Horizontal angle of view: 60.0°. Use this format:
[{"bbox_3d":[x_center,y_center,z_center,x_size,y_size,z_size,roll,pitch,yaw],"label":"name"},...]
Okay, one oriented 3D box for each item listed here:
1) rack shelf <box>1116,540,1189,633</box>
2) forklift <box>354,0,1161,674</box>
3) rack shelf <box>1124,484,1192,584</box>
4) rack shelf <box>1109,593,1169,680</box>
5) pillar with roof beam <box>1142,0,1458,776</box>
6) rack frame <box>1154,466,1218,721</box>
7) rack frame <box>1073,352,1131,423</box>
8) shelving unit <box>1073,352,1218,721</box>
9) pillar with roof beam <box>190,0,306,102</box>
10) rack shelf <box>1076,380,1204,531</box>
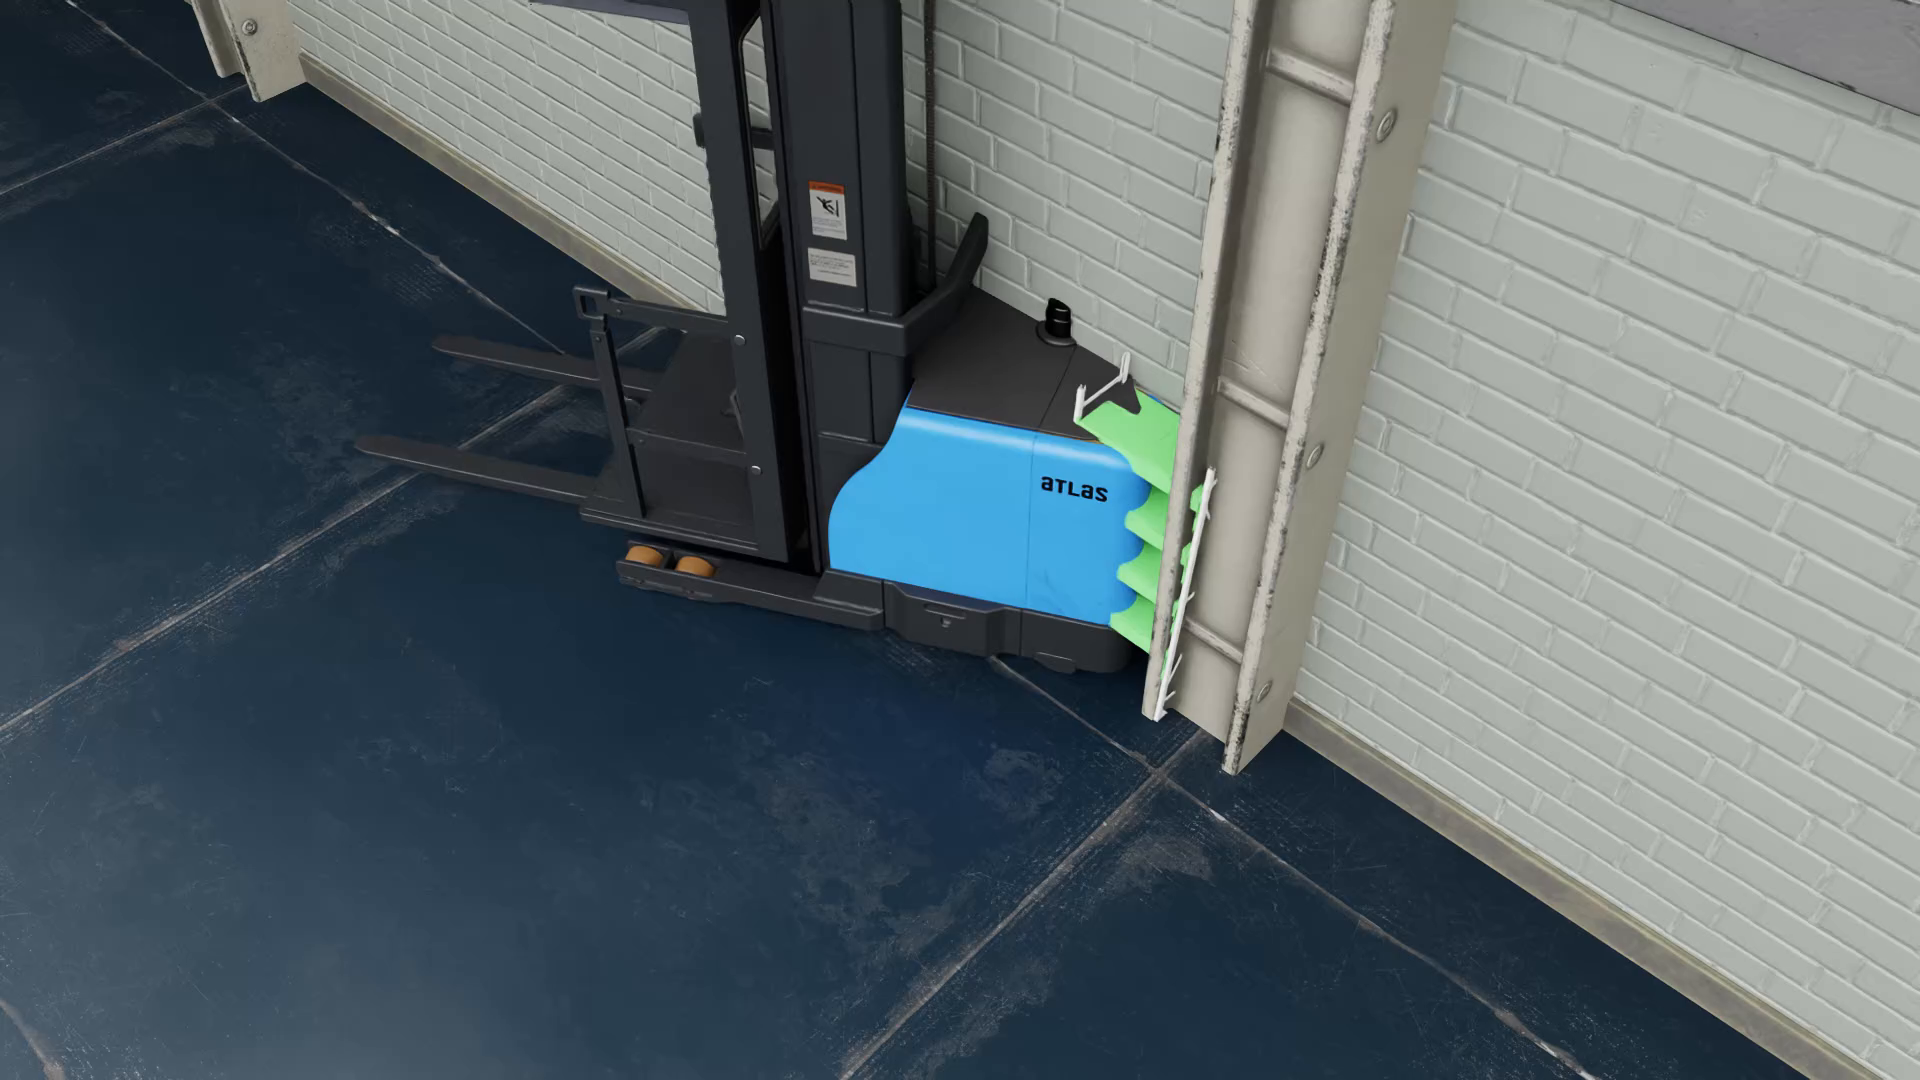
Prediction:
[{"bbox_3d":[0.590,0.062,5.444,0.480,0.148,0.258,35,54,26],"label":"rack shelf"},{"bbox_3d":[-0.745,-1.142,5.312,3.031,2.935,1.130,12,48,11],"label":"forklift"},{"bbox_3d":[0.601,-0.101,5.268,0.480,0.148,0.258,35,54,26],"label":"rack shelf"},{"bbox_3d":[0.580,0.226,5.619,0.480,0.148,0.258,35,54,26],"label":"rack shelf"},{"bbox_3d":[-2.052,-0.169,0.236,0.400,9.000,9.100,34,55,28],"label":"pillar with roof beam"},{"bbox_3d":[0.773,0.145,5.290,0.015,1.200,0.240,35,54,26],"label":"rack frame"},{"bbox_3d":[0.414,-0.107,5.503,0.015,1.200,0.240,35,54,26],"label":"rack frame"},{"bbox_3d":[0.593,0.019,5.397,0.503,1.200,0.258,35,54,26],"label":"shelving unit"},{"bbox_3d":[-6.461,-3.136,3.022,0.400,9.000,9.100,34,55,28],"label":"pillar with roof beam"},{"bbox_3d":[0.612,-0.264,5.092,0.480,0.148,0.258,35,54,26],"label":"rack shelf"}]
